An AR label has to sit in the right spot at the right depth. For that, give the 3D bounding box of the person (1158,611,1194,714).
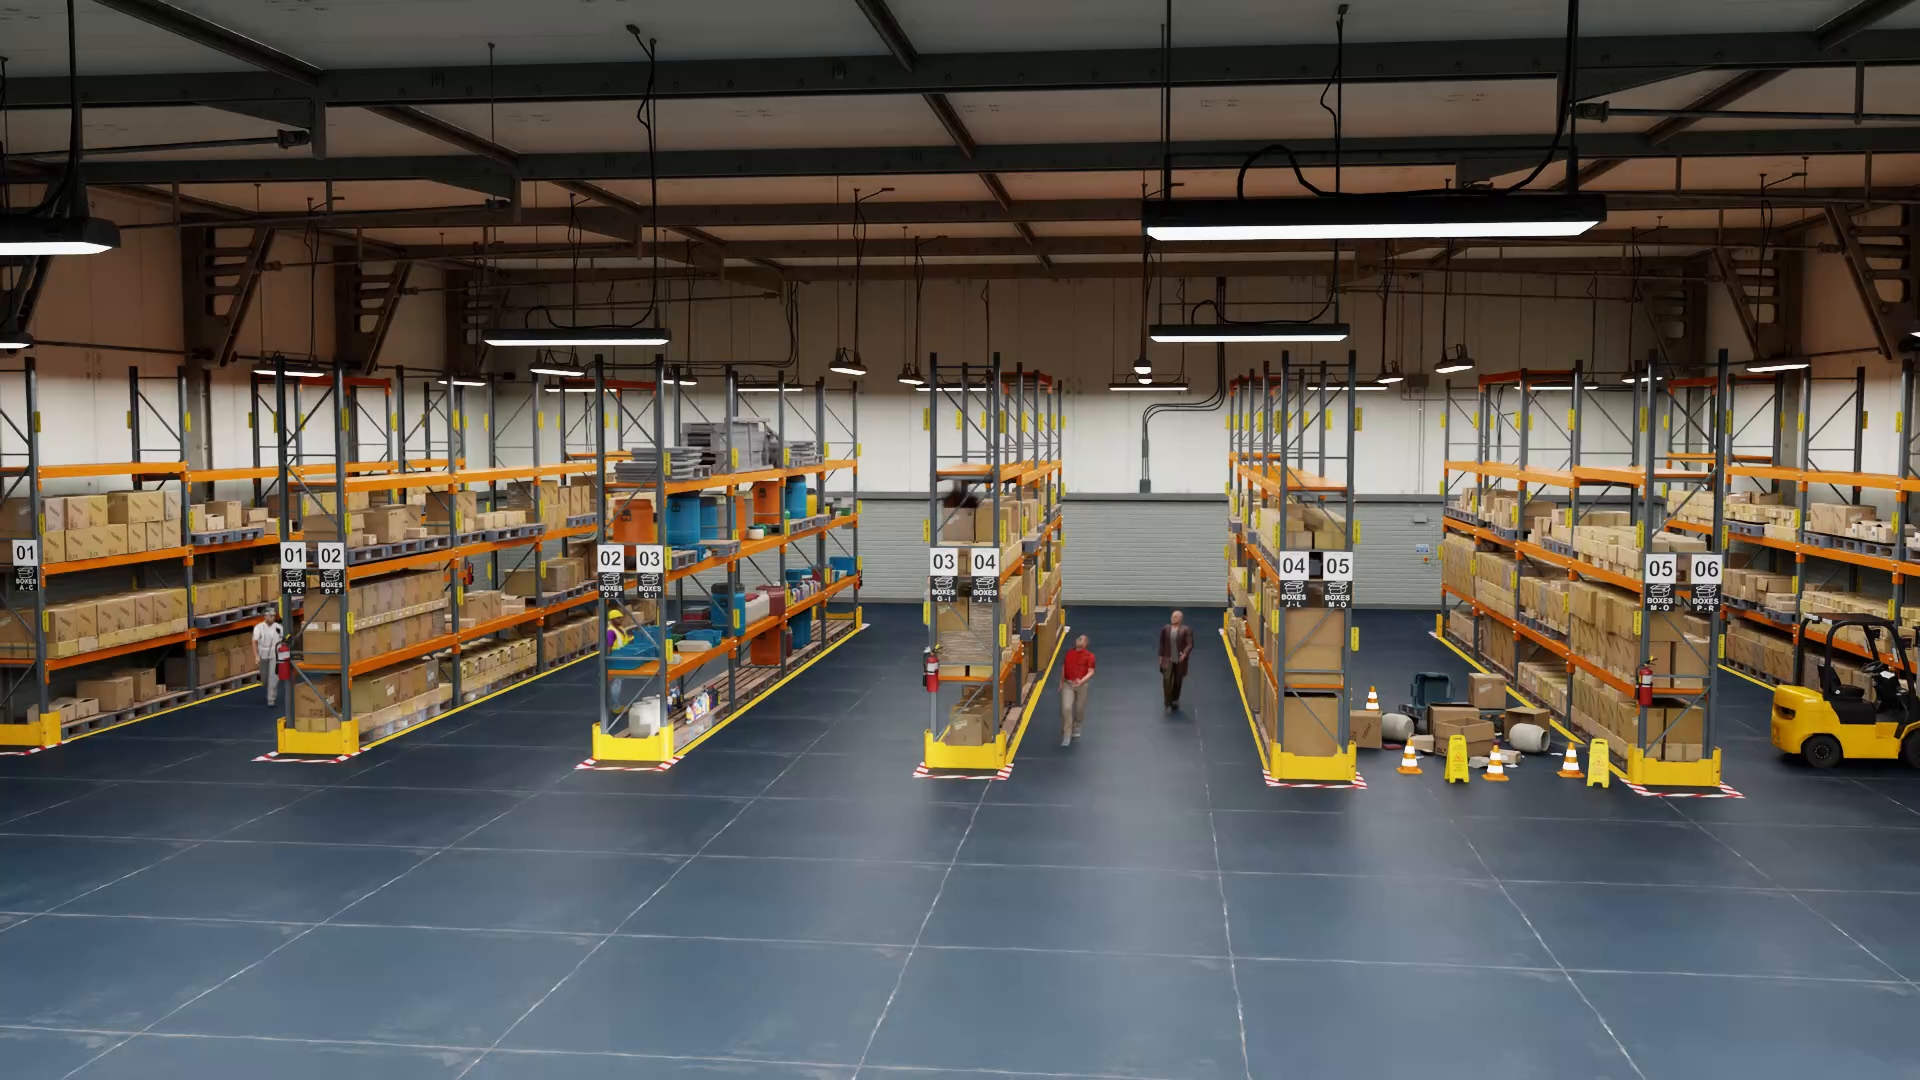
[{"bbox_3d":[3.748,2.174,28.893,0.611,1.728,0.939,1,4,9],"label":"person"}]

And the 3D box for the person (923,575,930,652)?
[{"bbox_3d":[-0.629,1.599,36.218,0.370,1.678,0.514,-2,4,-21],"label":"person"}]

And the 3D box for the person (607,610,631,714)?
[{"bbox_3d":[-5.884,2.082,28.620,0.410,1.769,0.632,0,4,1],"label":"person"}]

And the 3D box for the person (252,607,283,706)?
[{"bbox_3d":[-12.252,2.047,29.530,0.523,1.725,0.973,-1,4,-8],"label":"person"}]

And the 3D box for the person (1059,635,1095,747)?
[{"bbox_3d":[1.827,2.350,26.084,0.578,1.712,0.931,0,4,6],"label":"person"}]
